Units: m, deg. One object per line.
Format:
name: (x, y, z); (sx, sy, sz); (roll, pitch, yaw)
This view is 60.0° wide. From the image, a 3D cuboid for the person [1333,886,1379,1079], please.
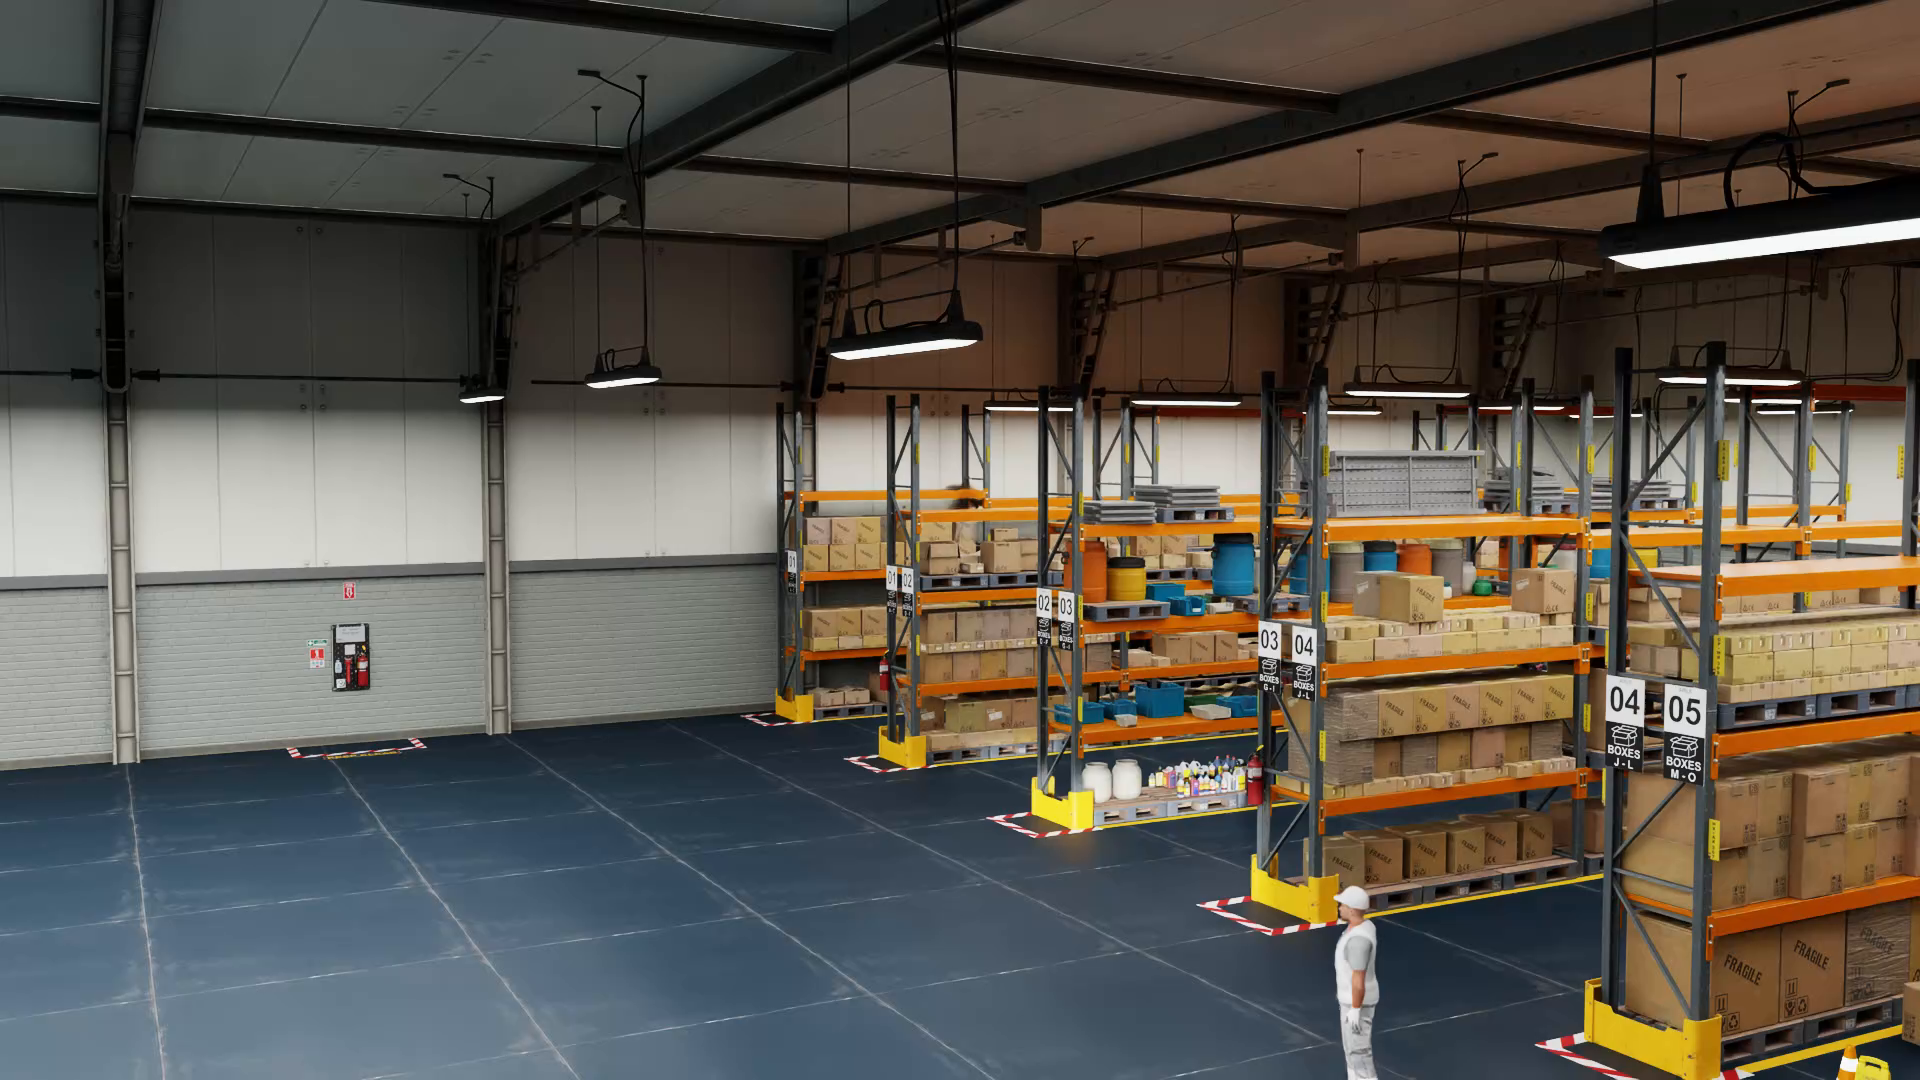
person: (2.992, 3.535, 12.722); (0.415, 1.799, 0.556); (1, 3, 14)
